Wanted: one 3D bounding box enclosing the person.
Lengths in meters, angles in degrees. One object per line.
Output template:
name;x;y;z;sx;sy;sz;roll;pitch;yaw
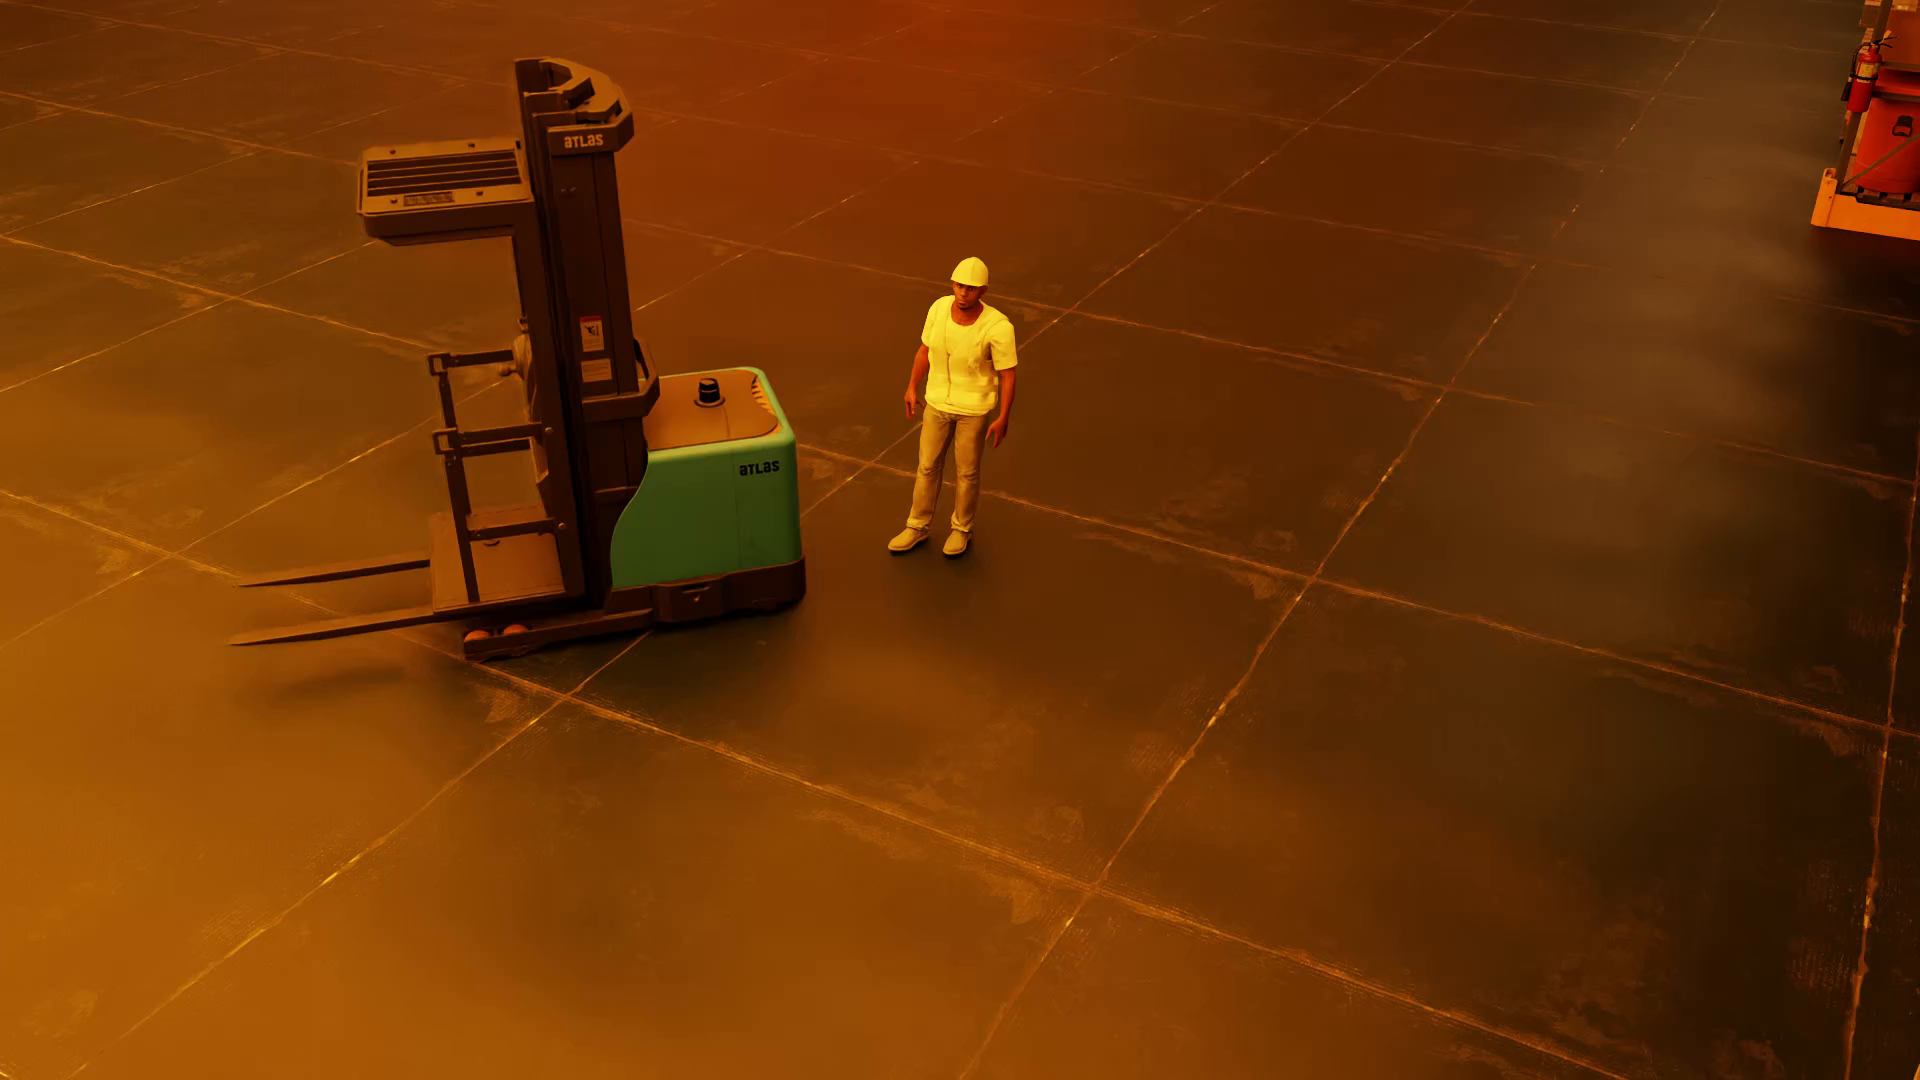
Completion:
person;-0.039;-0.742;9.508;0.666;1.765;0.577;15;33;25

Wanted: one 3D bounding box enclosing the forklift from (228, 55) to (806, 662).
forklift;-2.440;-0.913;8.653;3.031;2.935;1.130;-9;31;-15
